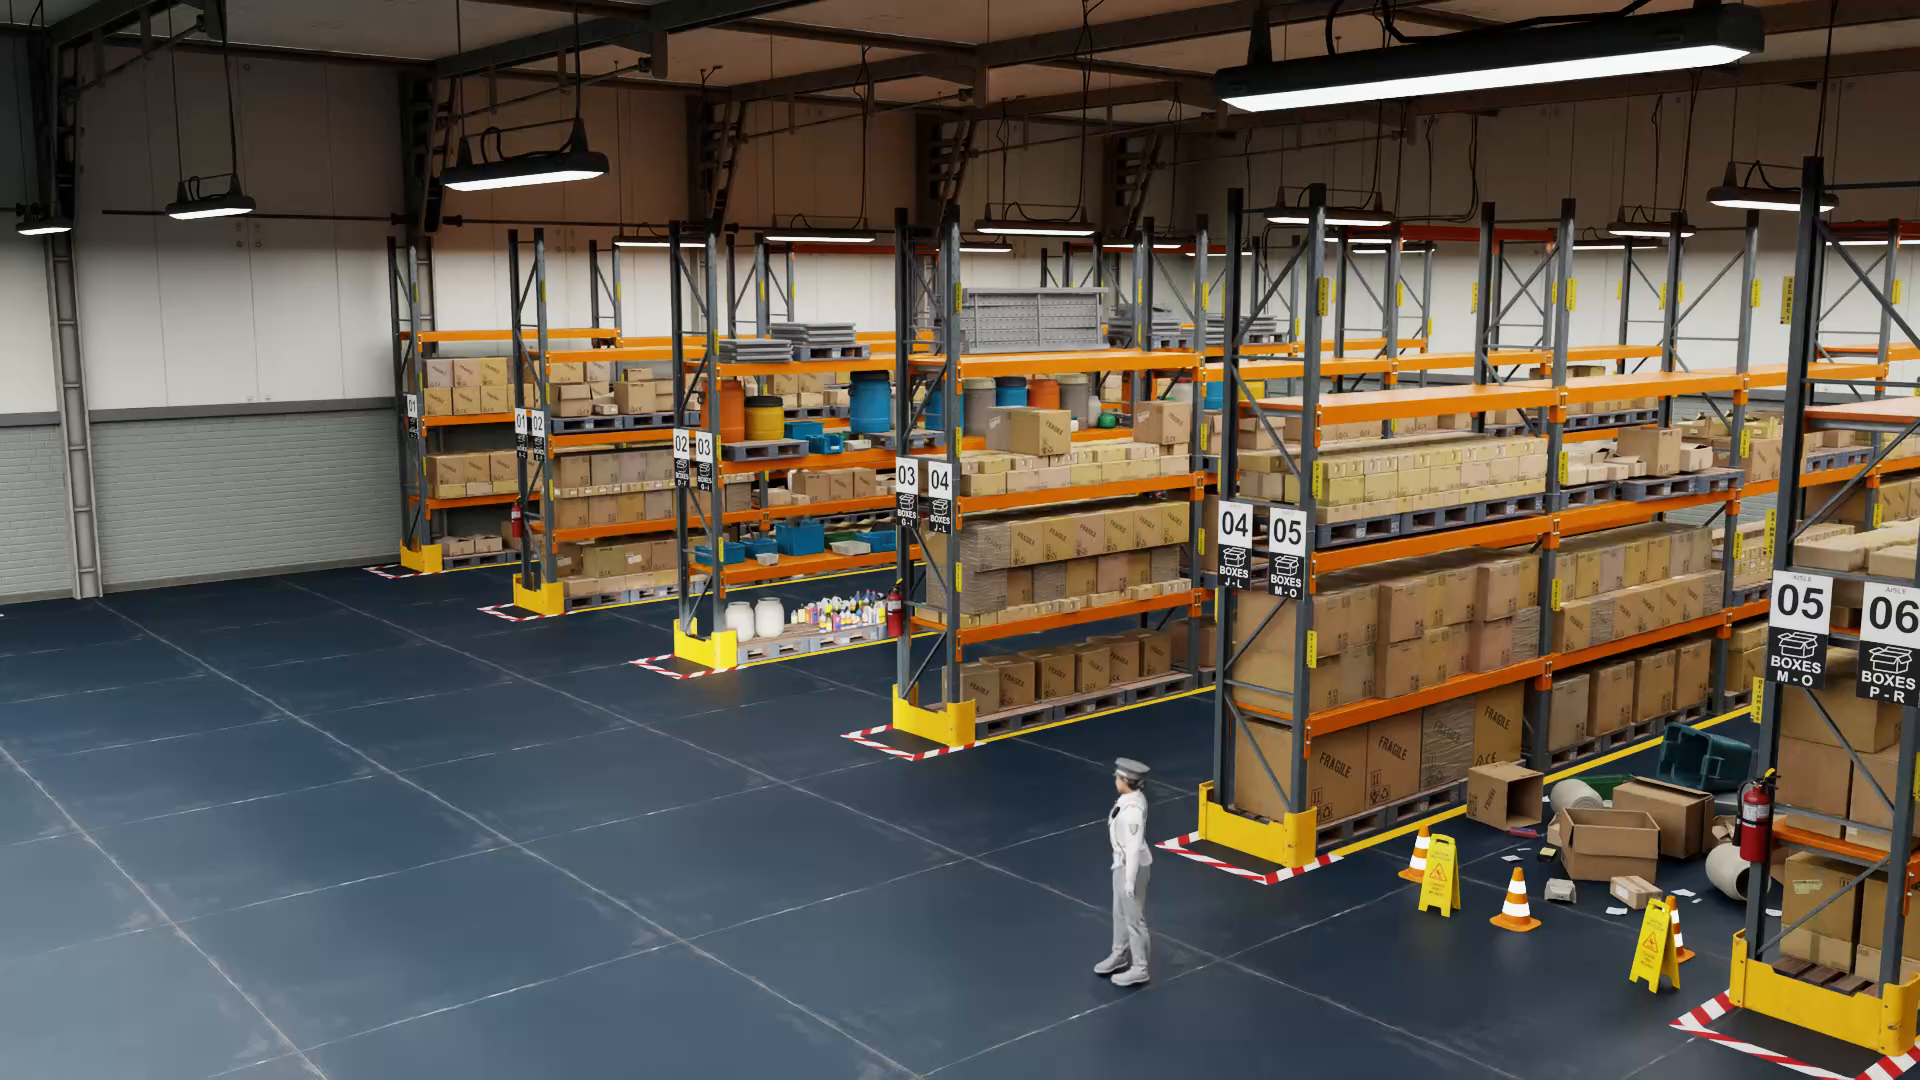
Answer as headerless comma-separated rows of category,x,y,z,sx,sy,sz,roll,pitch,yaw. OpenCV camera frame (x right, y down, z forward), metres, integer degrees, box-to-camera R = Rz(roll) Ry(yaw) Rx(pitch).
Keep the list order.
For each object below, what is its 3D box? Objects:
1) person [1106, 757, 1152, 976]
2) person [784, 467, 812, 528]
person,1.252,2.417,12.359,0.348,1.617,0.514,0,9,2
person,-3.174,-0.716,32.623,0.700,1.788,0.870,8,12,42
